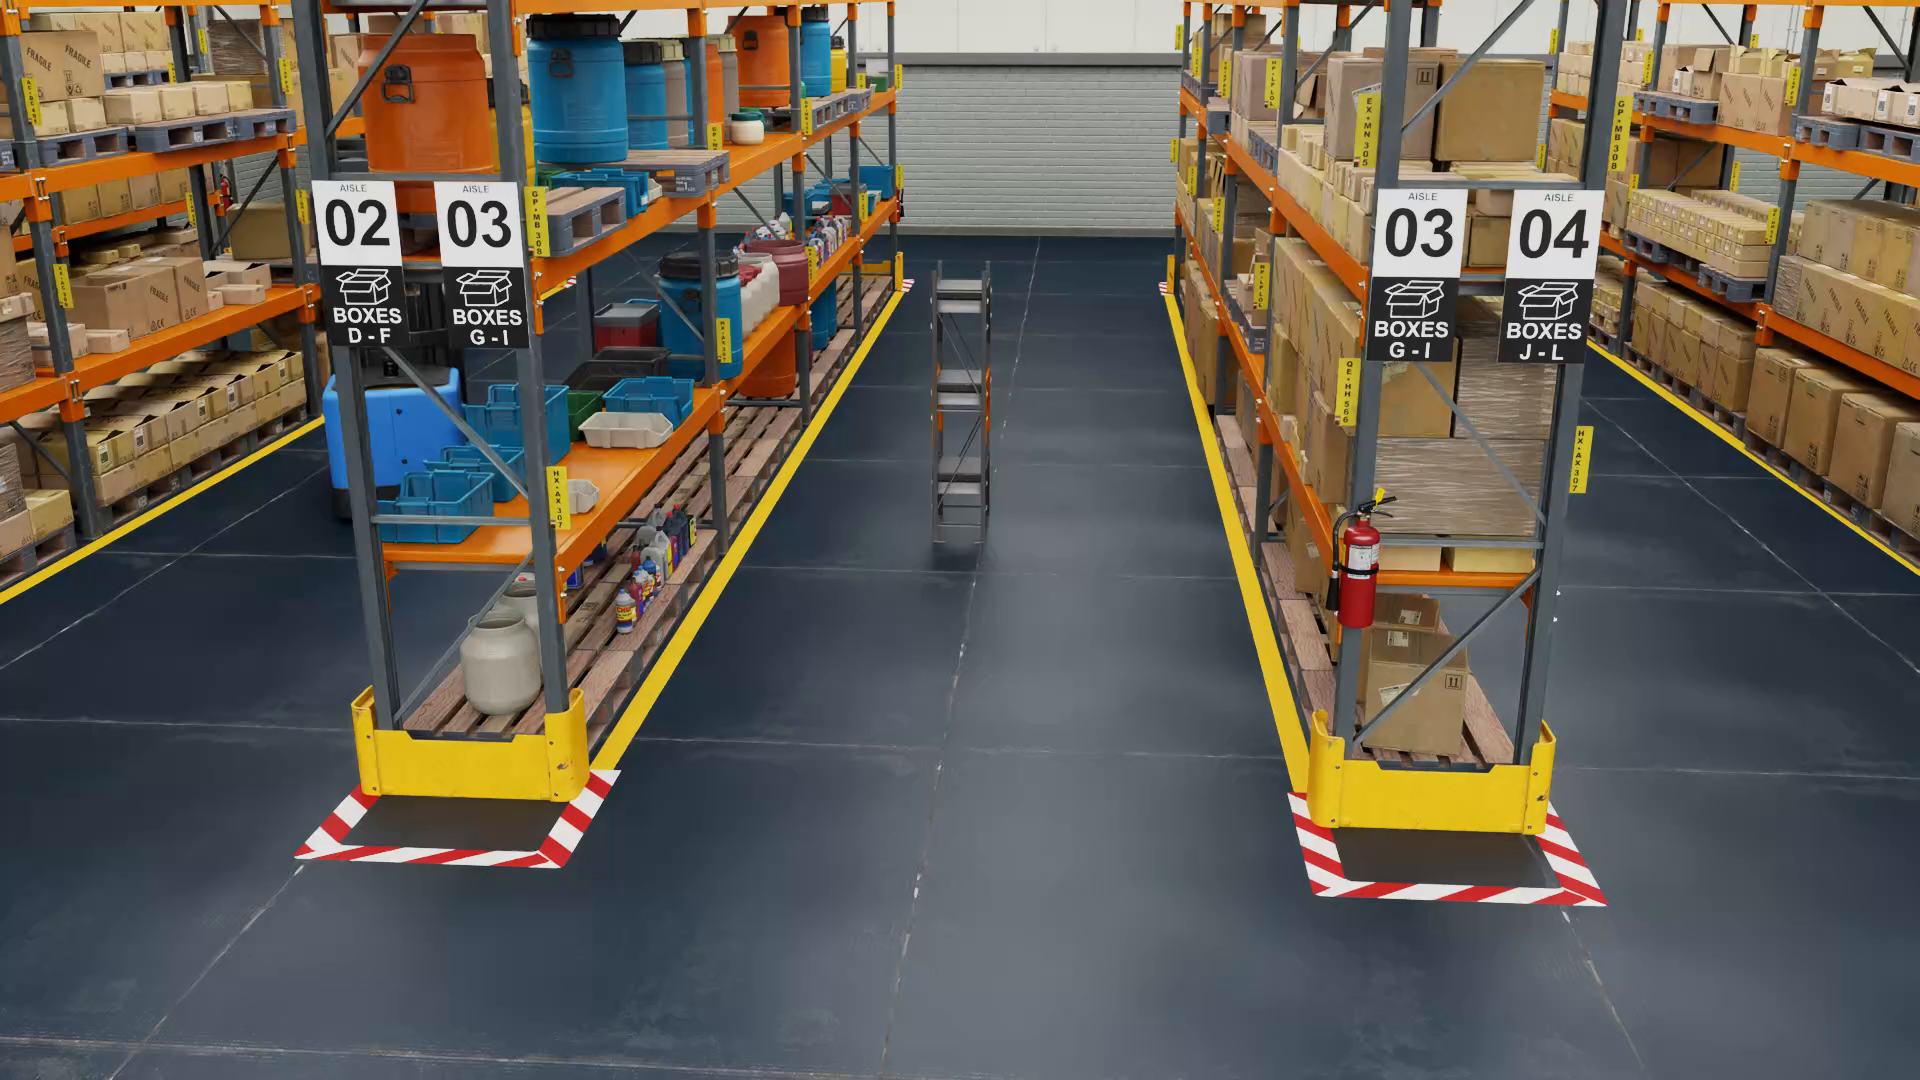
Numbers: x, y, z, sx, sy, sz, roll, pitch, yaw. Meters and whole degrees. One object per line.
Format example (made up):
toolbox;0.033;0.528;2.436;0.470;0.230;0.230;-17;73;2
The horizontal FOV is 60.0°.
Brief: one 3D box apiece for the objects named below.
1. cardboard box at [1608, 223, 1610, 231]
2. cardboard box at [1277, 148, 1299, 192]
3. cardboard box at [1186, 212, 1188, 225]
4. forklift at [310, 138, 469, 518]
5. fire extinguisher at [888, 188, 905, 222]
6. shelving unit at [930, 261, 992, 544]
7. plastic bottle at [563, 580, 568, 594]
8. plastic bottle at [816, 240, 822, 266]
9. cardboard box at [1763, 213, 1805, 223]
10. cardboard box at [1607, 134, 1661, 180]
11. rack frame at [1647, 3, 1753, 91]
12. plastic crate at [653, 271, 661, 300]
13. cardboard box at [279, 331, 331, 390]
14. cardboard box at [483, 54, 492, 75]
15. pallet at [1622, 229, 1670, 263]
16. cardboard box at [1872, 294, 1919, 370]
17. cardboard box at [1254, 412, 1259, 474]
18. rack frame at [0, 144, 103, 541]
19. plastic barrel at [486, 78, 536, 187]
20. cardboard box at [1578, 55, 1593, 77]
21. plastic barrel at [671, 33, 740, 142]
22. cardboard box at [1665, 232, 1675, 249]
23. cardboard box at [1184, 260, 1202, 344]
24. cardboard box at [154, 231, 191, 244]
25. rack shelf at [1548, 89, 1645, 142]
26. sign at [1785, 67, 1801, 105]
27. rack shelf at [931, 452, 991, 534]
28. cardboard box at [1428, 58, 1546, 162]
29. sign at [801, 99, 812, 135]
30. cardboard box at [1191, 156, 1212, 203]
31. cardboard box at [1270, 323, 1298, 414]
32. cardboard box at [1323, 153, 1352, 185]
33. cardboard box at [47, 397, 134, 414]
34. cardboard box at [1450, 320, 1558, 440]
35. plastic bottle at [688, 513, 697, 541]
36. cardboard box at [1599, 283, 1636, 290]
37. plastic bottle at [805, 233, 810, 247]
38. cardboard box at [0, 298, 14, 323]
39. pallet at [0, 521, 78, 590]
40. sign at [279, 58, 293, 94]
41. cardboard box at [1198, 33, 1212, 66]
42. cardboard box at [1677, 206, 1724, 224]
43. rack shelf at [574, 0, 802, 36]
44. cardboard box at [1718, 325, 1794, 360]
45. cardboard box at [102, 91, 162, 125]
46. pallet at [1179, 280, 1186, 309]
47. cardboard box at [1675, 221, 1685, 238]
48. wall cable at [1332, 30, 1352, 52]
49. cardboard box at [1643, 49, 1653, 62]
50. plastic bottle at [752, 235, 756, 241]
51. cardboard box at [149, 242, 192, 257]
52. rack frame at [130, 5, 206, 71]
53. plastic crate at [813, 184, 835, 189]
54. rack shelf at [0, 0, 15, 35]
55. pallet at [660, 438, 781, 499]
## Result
cardboard box;8.051;-3.783;20.055;0.380;0.149;0.250;1;18;2
cardboard box;2.387;-2.444;10.987;0.500;0.250;0.500;1;18;2
cardboard box;3.017;-4.010;20.748;0.380;0.149;0.250;2;18;5
forklift;-4.861;-1.991;14.291;1.130;2.935;3.031;-5;19;-14
fire extinguisher;-0.941;-4.884;23.733;0.296;0.674;0.183;1;18;4
shelving unit;0.012;-1.049;12.753;0.431;2.100;0.503;1;18;4
plastic bottle;-2.671;0.266;11.082;0.097;0.201;0.097;0;18;0
plastic bottle;-1.507;-3.036;17.579;0.097;0.271;0.097;0;18;0
cardboard box;8.204;-3.152;16.498;0.380;0.149;0.250;2;18;6
cardboard box;7.984;-4.543;19.725;0.500;0.500;0.500;1;18;2
rack frame;8.189;-6.417;18.054;1.000;3.000;0.127;1;18;4
plastic crate;-2.399;-2.112;14.447;0.402;0.464;0.583;1;18;4
cardboard box;-6.601;-1.844;17.042;0.500;0.500;0.500;2;18;6
cardboard box;-6.232;-6.133;21.444;0.500;0.250;0.500;1;18;4
pallet;7.989;-3.241;18.304;1.003;0.211;1.213;1;18;4
cardboard box;7.458;-1.611;12.861;0.500;0.500;0.500;1;18;4
cardboard box;2.833;-0.756;13.722;0.700;0.500;0.500;0;18;-1
rack frame;-7.205;-1.446;12.518;1.000;3.000;0.127;1;18;4
plastic barrel;-2.597;-2.163;8.913;0.600;0.588;0.600;0;18;0
cardboard box;8.100;-5.951;20.887;0.500;0.250;0.500;1;18;5
plastic barrel;-2.254;-3.990;14.659;0.600;0.901;0.600;0;18;0
cardboard box;7.613;-3.128;17.382;0.380;0.149;0.250;1;18;3
cardboard box;3.223;-2.699;19.080;1.225;0.875;0.875;1;18;4
cardboard box;-11.082;-4.259;23.402;0.380;0.149;0.250;2;18;5
rack shelf;8.332;-5.271;20.529;1.077;0.370;4.000;1;18;4
sign;7.361;-4.007;14.688;0.100;0.325;0.005;1;18;4
rack shelf;0.012;-0.371;12.975;0.431;0.518;0.480;1;18;4
cardboard box;2.764;-2.288;8.830;0.500;0.500;0.500;1;18;4
sign;-1.429;-3.942;15.487;0.100;0.325;0.005;1;18;4
cardboard box;3.015;-4.283;19.736;0.500;0.500;0.500;2;18;5
cardboard box;2.510;-1.119;10.884;0.875;0.500;0.500;1;18;4
cardboard box;2.198;-2.022;9.059;0.380;0.149;0.250;0;18;1
cardboard box;-7.393;-1.054;14.163;0.500;0.311;0.500;1;18;4
cardboard box;2.700;-0.810;8.333;0.500;0.500;0.500;1;18;4
plastic bottle;-1.980;-0.094;12.179;0.097;0.201;0.097;0;18;0
cardboard box;8.040;-3.046;20.351;0.380;0.149;0.250;2;18;6
plastic bottle;-1.671;-3.122;17.712;0.144;0.351;0.185;1;18;4
cardboard box;-7.031;-1.636;11.895;0.380;0.149;0.250;1;18;3
pallet;-7.304;0.125;12.201;1.003;0.211;1.213;1;18;4
sign;-6.366;-4.382;15.704;0.100;0.325;0.005;1;18;4
cardboard box;3.402;-6.174;21.135;0.700;0.500;0.500;0;18;0
cardboard box;7.594;-3.331;17.046;0.380;0.149;0.250;2;18;6
rack shelf;-2.122;-4.274;13.313;1.077;0.370;4.000;1;18;4
cardboard box;7.689;-1.910;16.070;0.500;0.250;0.500;1;18;3
cardboard box;-7.007;-3.592;13.817;0.500;0.250;0.500;0;18;-1
pallet;3.556;-3.375;22.885;1.003;0.211;1.213;1;18;4
cardboard box;7.592;-3.190;17.091;0.380;0.149;0.250;1;18;3
wall cable;7.379;-11.009;26.903;2.277;5.999;0.120;1;18;4
cardboard box;7.938;-5.450;18.720;0.380;0.149;0.250;0;18;1
plastic bottle;-2.209;-3.108;17.780;0.061;0.283;0.133;1;18;4
cardboard box;-11.273;-3.919;23.405;0.700;0.500;0.500;1;18;4
rack frame;-11.286;-8.133;23.292;1.000;3.000;0.127;1;18;4
plastic crate;-1.798;-4.736;22.732;0.416;0.233;0.300;1;18;4
rack shelf;-7.349;-3.144;9.862;1.077;0.370;4.000;1;18;4
pallet;-2.163;-0.634;14.518;1.003;0.211;1.213;1;18;4
